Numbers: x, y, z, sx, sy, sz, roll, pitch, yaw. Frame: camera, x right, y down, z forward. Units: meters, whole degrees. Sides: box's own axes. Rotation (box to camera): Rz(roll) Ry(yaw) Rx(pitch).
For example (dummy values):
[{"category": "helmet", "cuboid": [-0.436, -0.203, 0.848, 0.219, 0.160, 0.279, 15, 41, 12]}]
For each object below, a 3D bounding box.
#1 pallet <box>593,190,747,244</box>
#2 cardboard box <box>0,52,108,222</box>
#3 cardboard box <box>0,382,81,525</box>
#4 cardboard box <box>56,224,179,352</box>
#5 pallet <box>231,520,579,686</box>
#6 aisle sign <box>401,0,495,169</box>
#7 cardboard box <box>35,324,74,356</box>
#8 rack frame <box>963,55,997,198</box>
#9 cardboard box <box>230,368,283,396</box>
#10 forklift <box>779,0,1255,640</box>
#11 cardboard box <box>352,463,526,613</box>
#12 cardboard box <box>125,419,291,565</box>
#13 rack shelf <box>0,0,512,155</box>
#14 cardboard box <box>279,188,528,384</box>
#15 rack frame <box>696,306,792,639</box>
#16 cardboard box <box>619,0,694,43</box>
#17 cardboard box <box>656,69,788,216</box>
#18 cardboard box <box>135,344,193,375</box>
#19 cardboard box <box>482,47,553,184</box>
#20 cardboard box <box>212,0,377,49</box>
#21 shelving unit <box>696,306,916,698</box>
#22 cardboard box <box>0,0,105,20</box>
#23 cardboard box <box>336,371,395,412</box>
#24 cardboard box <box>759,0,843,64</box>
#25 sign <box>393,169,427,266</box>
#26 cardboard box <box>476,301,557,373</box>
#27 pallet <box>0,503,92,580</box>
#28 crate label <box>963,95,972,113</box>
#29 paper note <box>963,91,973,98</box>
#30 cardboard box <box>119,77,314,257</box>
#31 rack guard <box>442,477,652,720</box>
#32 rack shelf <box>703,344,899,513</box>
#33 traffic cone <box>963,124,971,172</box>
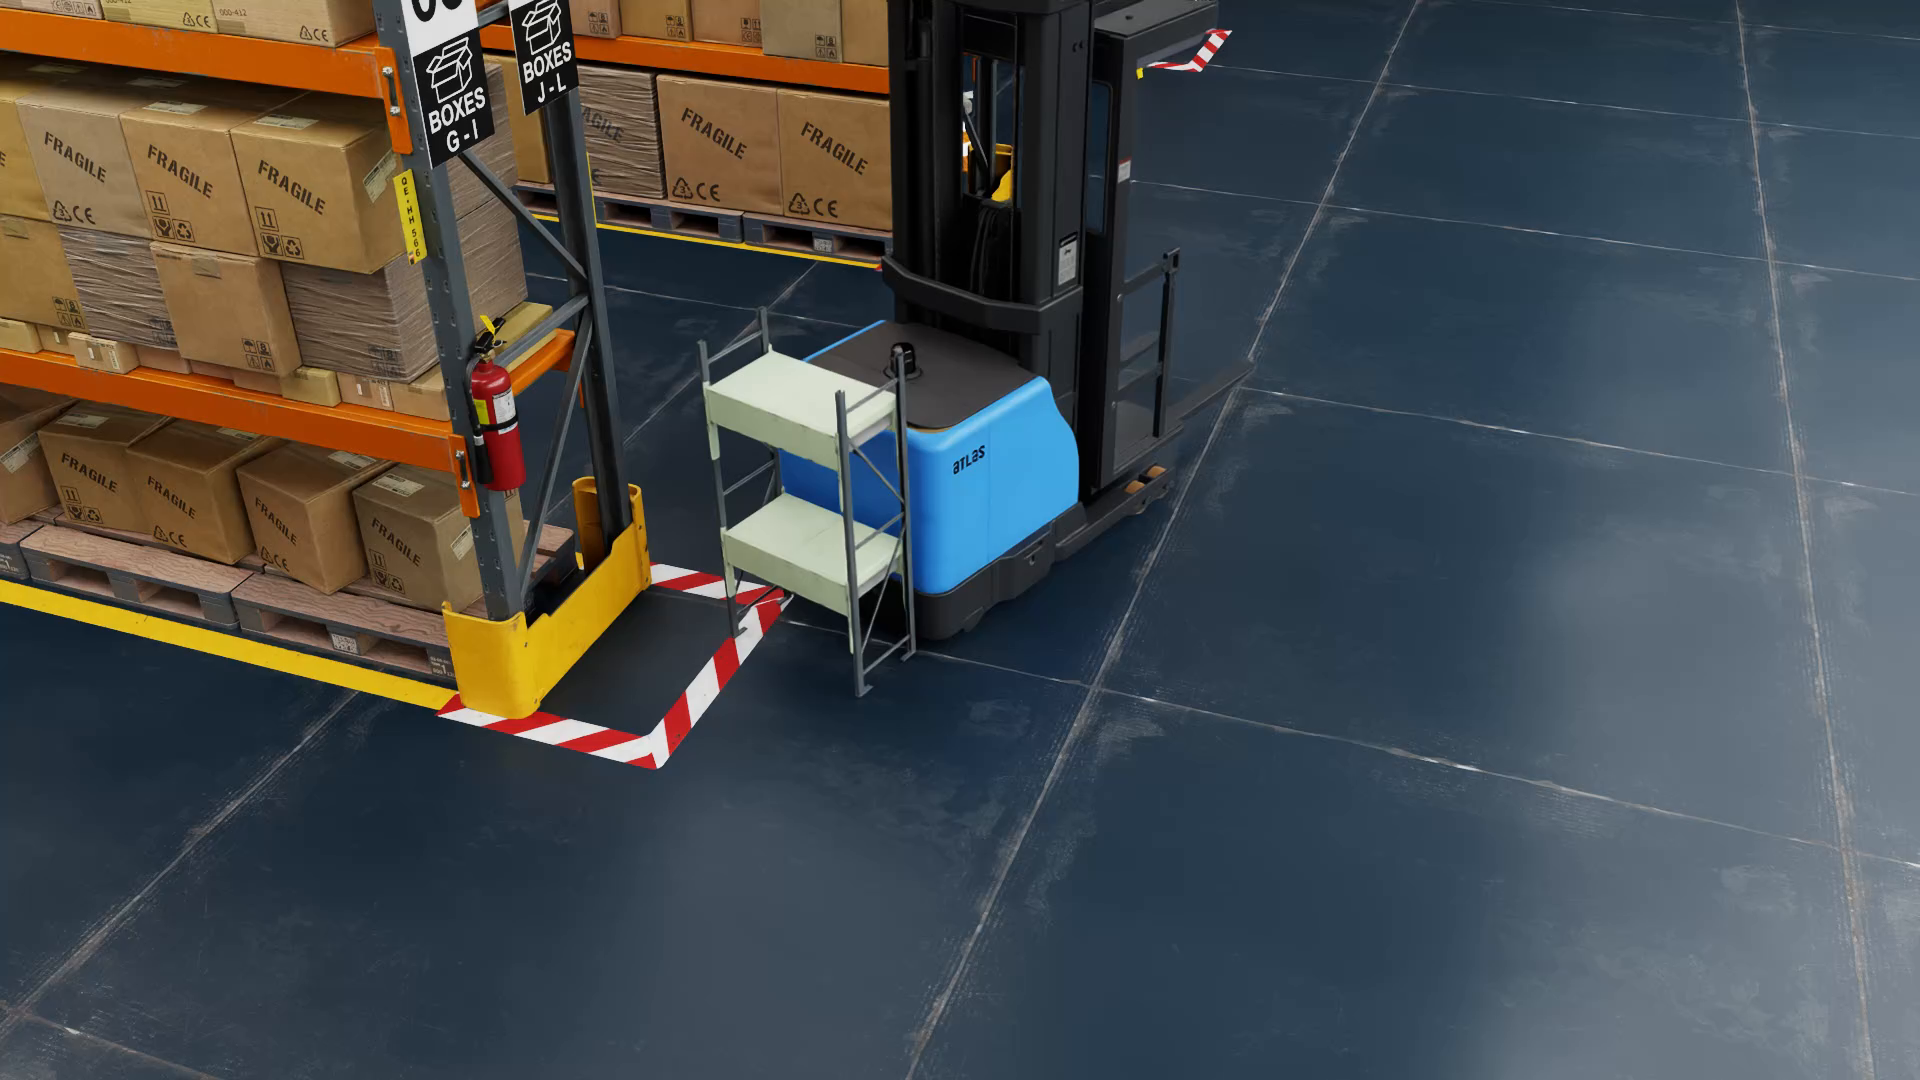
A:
[{"category": "pallet", "cuboid": [-1.896, -2.476, 11.891, 1.213, 0.211, 1.003, 11, 34, 16]}, {"category": "cardboard box", "cuboid": [-3.753, -1.641, 6.739, 0.500, 0.500, 0.500, 11, 34, 16]}, {"category": "cardboard box", "cuboid": [-4.602, -0.467, 8.125, 0.500, 0.500, 0.500, 23, 39, 31]}, {"category": "cardboard box", "cuboid": [-3.217, -1.228, 7.021, 0.500, 0.500, 0.875, 11, 34, 16]}, {"category": "pallet", "cuboid": [-2.566, 0.188, 7.764, 1.213, 0.211, 1.003, 11, 34, 16]}, {"category": "aisle sign", "cuboid": [-1.784, -1.731, 5.768, 0.004, 0.787, 0.394, 11, 34, 16]}, {"category": "cardboard box", "cuboid": [-3.739, -0.946, 7.182, 0.250, 0.149, 0.380, 11, 34, 16]}, {"category": "rack frame", "cuboid": [0.027, -3.317, 10.622, 0.127, 3.000, 1.000, 11, 34, 16]}, {"category": "cardboard box", "cuboid": [-2.797, -0.763, 6.898, 0.250, 0.149, 0.380, 11, 34, 16]}, {"category": "forklift", "cuboid": [0.454, -1.517, 7.897, 1.130, 2.935, 3.031, 24, 40, 32]}, {"category": "cardboard box", "cuboid": [-2.323, -0.052, 7.483, 0.500, 0.500, 0.500, 18, 37, 25]}, {"category": "cardboard box", "cuboid": [-3.481, -0.268, 7.817, 0.500, 0.500, 0.500, 14, 35, 21]}, {"category": "rack shelf", "cuboid": [-3.624, -2.127, 6.677, 4.000, 0.370, 1.077, 11, 34, 16]}, {"category": "cardboard box", "cuboid": [-2.250, -1.085, 6.798, 0.500, 0.500, 0.875, 11, 34, 16]}, {"category": "rack frame", "cuboid": [-0.928, -0.267, 7.268, 0.023, 1.500, 0.400, 22, 40, 30]}, {"category": "cardboard box", "cuboid": [-1.860, -3.757, 11.165, 0.500, 0.550, 0.875, 11, 34, 16]}, {"category": "cardboard box", "cuboid": [-1.462, -2.851, 11.472, 0.875, 0.875, 0.875, 10, 34, 16]}, {"category": "cardboard box", "cuboid": [-3.261, -0.865, 7.055, 0.250, 0.149, 0.380, 11, 34, 16]}, {"category": "cardboard box", "cuboid": [-3.170, -3.182, 11.985, 0.875, 0.875, 0.875, 12, 35, 17]}, {"category": "cardboard box", "cuboid": [-2.281, -1.959, 5.891, 0.500, 0.250, 0.500, 12, 35, 18]}, {"category": "shelving unit", "cuboid": [-0.633, -0.149, 7.086, 0.755, 1.500, 0.431, 22, 40, 30]}, {"category": "cardboard box", "cuboid": [-3.231, -2.147, 6.182, 0.500, 0.250, 0.500, 12, 35, 18]}, {"category": "cardboard box", "cuboid": [-2.314, -0.690, 6.785, 0.250, 0.149, 0.380, 11, 34, 16]}, {"category": "cardboard box", "cuboid": [-0.862, -3.514, 10.790, 0.550, 0.550, 0.875, 11, 34, 16]}, {"category": "sign", "cuboid": [-1.947, -1.142, 5.895, 0.005, 0.325, 0.100, 11, 34, 16]}, {"category": "cardboard box", "cuboid": [-1.929, -0.871, 7.066, 0.250, 0.149, 0.380, 11, 34, 16]}, {"category": "pallet", "cuboid": [-4.863, -0.259, 8.456, 1.213, 0.211, 1.003, 11, 34, 16]}, {"category": "crate label", "cuboid": [-0.053, -3.564, 13.643, 0.298, 0.136, 0.250, -6, 33, -9]}, {"category": "paper note", "cuboid": [0.041, -3.772, 14.065, 0.142, 0.019, 0.148, 0, 33, 0]}, {"category": "cardboard box", "cuboid": [-2.815, -1.453, 6.447, 0.500, 0.500, 0.500, 11, 34, 16]}, {"category": "rack guard", "cuboid": [-1.813, 0.233, 7.428, 0.348, 0.500, 1.175, 11, 34, 16]}, {"category": "rack shelf", "cuboid": [-0.640, -0.472, 6.866, 0.720, 0.370, 0.431, 22, 40, 30]}, {"category": "traffic cone", "cuboid": [0.006, -3.074, 12.584, 0.334, 0.463, 0.336, 11, 34, 16]}]
